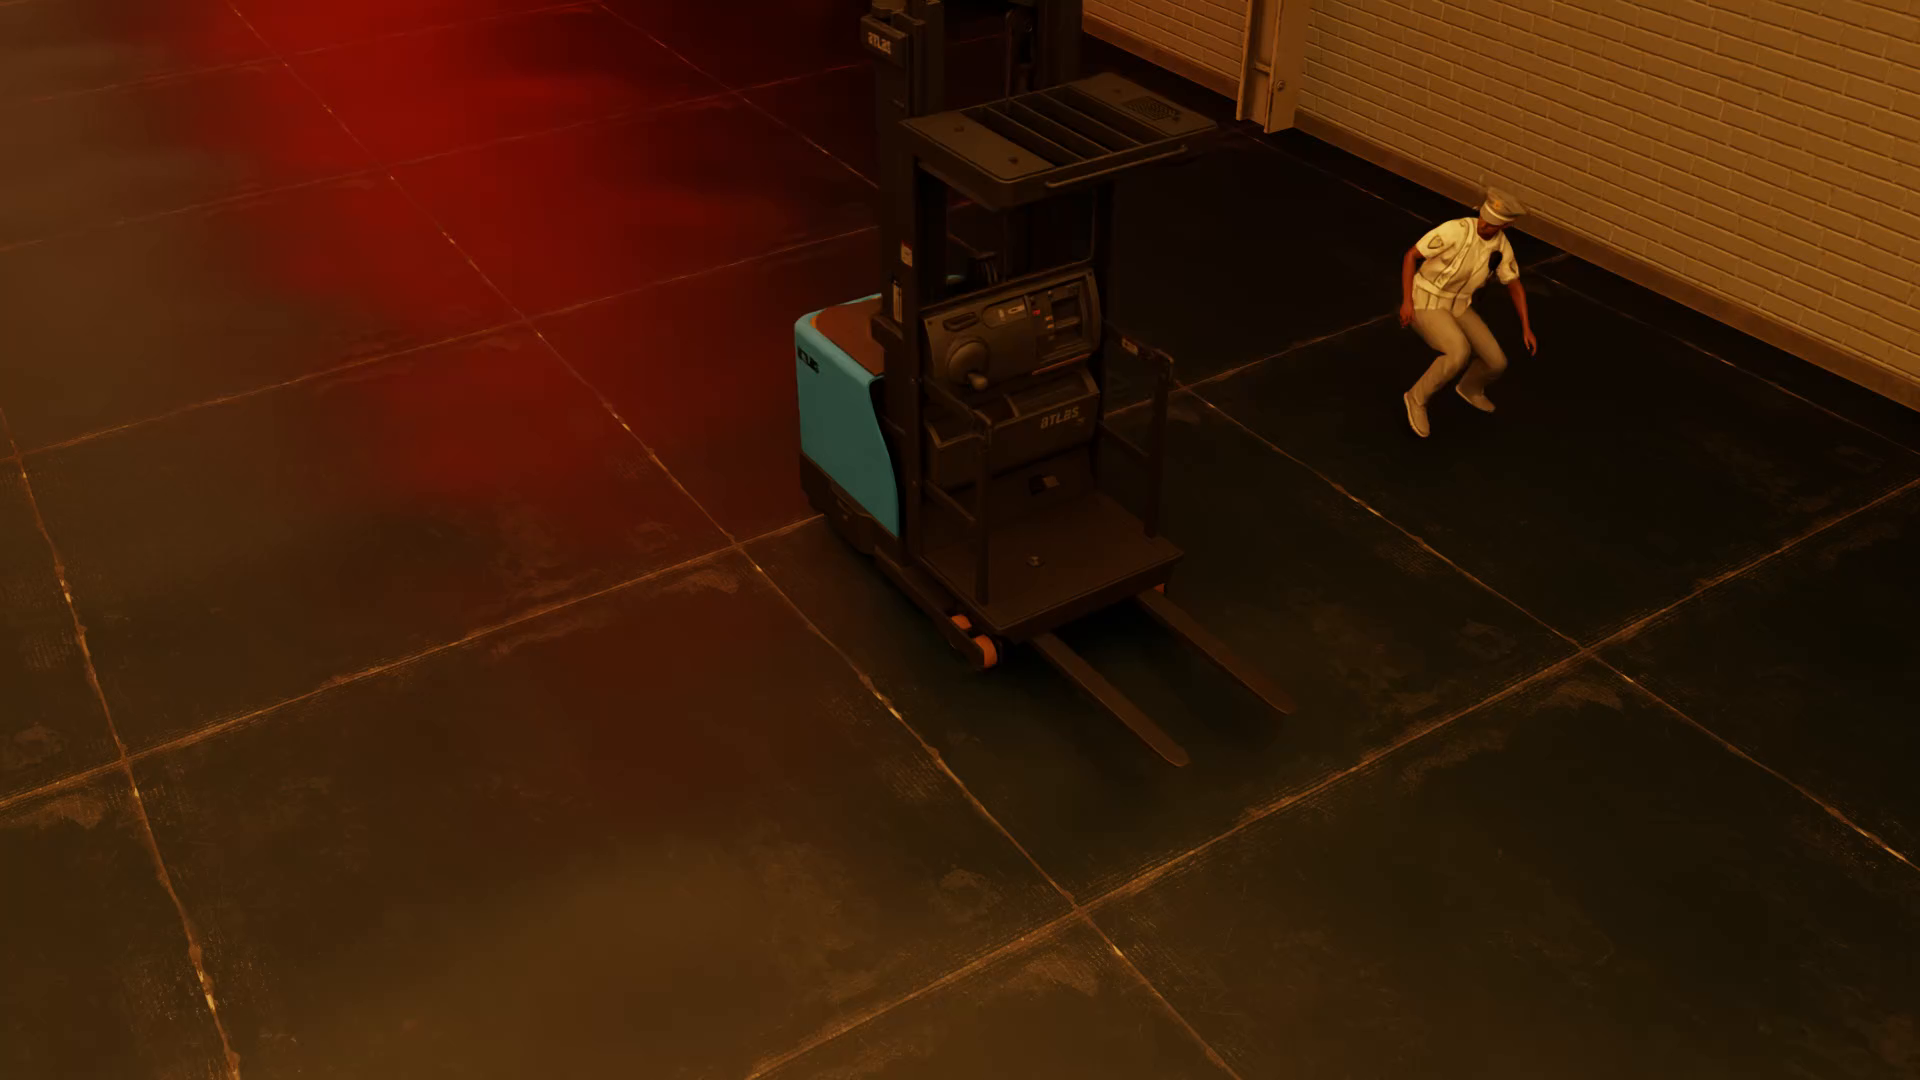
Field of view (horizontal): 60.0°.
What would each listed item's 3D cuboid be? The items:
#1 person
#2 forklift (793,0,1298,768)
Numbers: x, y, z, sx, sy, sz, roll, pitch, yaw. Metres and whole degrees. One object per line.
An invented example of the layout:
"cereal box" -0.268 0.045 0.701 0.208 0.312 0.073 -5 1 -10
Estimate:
"person" 2.821 -1.280 9.314 0.742 1.456 0.643 -16 38 -21
"forklift" 0.366 -0.898 7.426 1.130 2.935 3.031 -21 40 -27
